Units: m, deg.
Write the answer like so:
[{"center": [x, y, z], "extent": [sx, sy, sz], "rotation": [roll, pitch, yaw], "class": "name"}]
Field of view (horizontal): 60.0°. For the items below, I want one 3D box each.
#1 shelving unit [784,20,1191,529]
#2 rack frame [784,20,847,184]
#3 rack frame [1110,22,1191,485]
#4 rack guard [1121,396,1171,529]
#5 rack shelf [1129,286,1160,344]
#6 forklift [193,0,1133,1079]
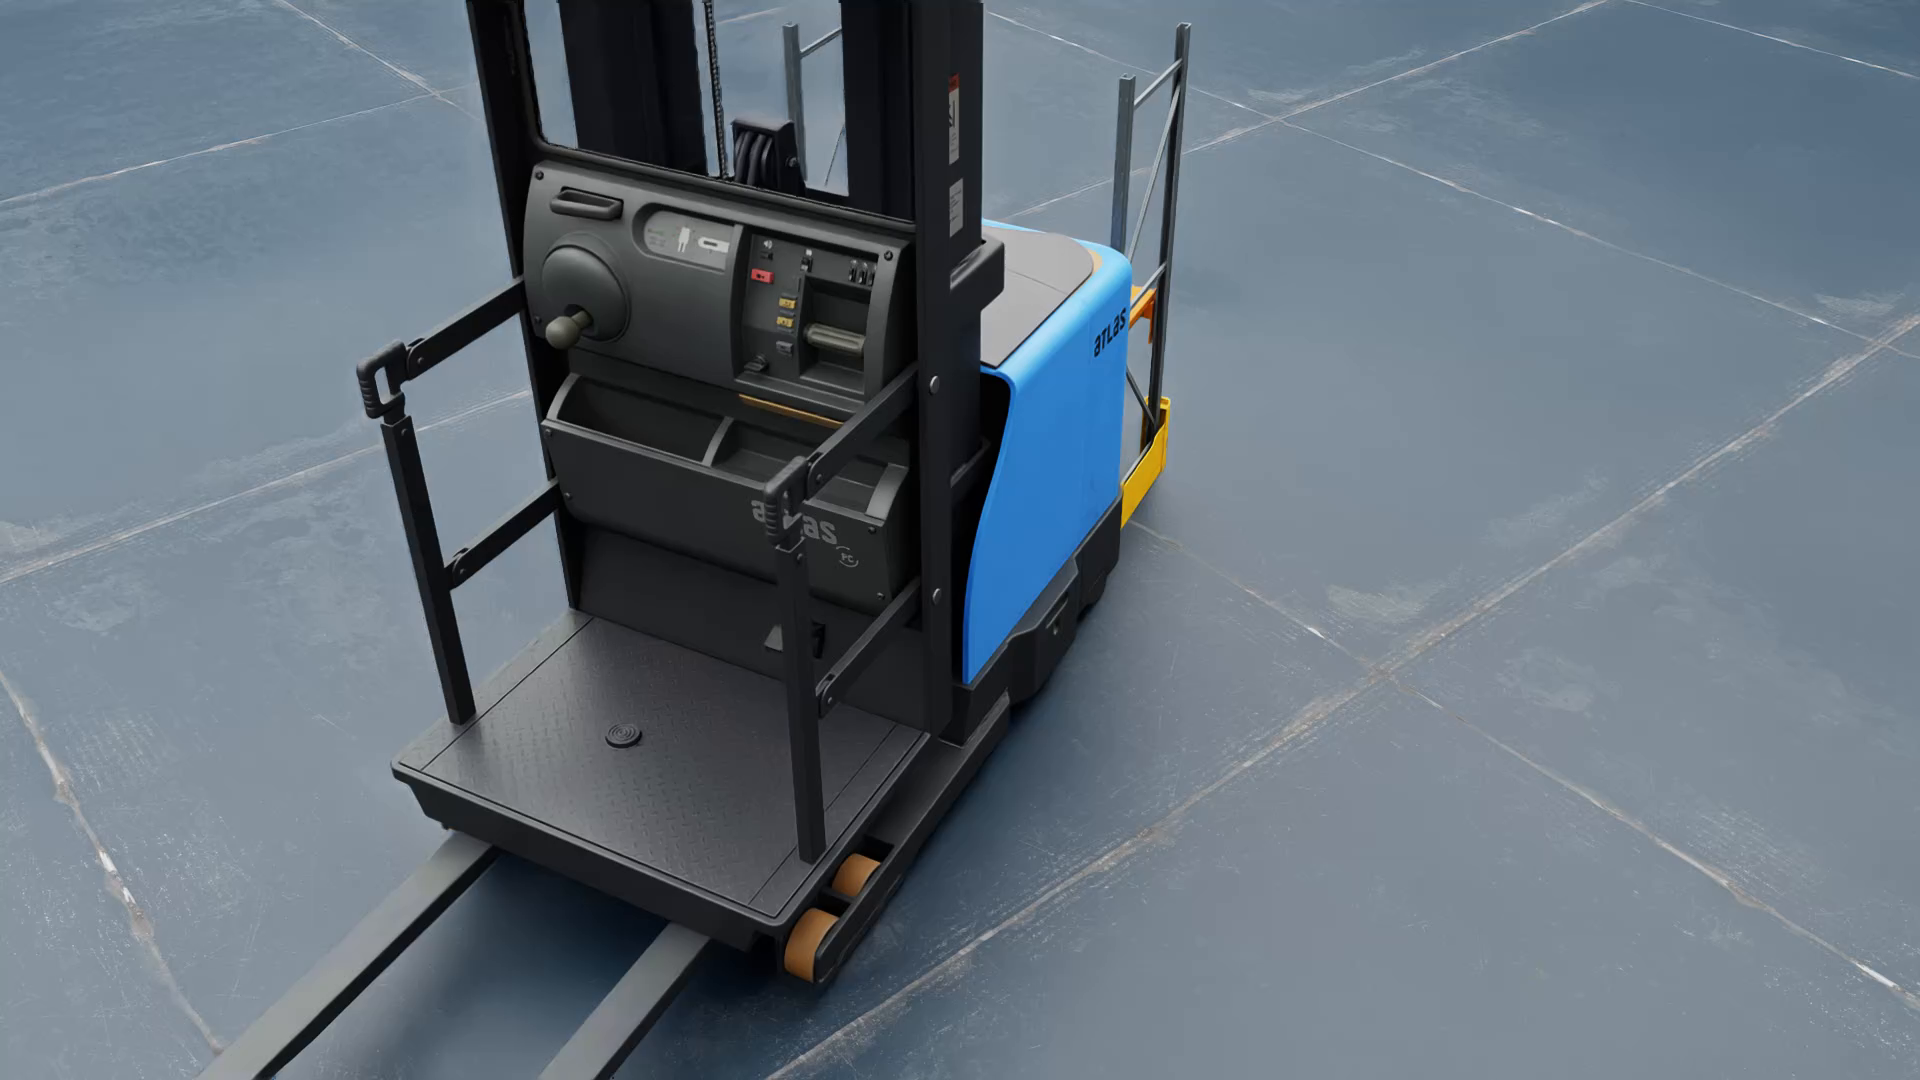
[{"center": [0.087, -0.851, 5.154], "extent": [1.083, 1.500, 0.587], "rotation": [15, 38, 20], "class": "shelving unit"}, {"center": [-0.382, -0.978, 5.333], "extent": [0.032, 1.500, 0.500], "rotation": [15, 38, 20], "class": "rack frame"}, {"center": [0.539, -0.729, 4.981], "extent": [0.032, 1.500, 0.500], "rotation": [15, 38, 20], "class": "rack frame"}, {"center": [0.537, -0.219, 5.343], "extent": [0.087, 0.250, 0.587], "rotation": [15, 38, 20], "class": "rack guard"}, {"center": [0.078, -0.707, 5.261], "extent": [1.000, 0.185, 0.538], "rotation": [15, 38, 20], "class": "rack shelf"}, {"center": [-0.642, -0.479, 3.390], "extent": [1.130, 2.935, 3.031], "rotation": [17, 39, 22], "class": "forklift"}]
